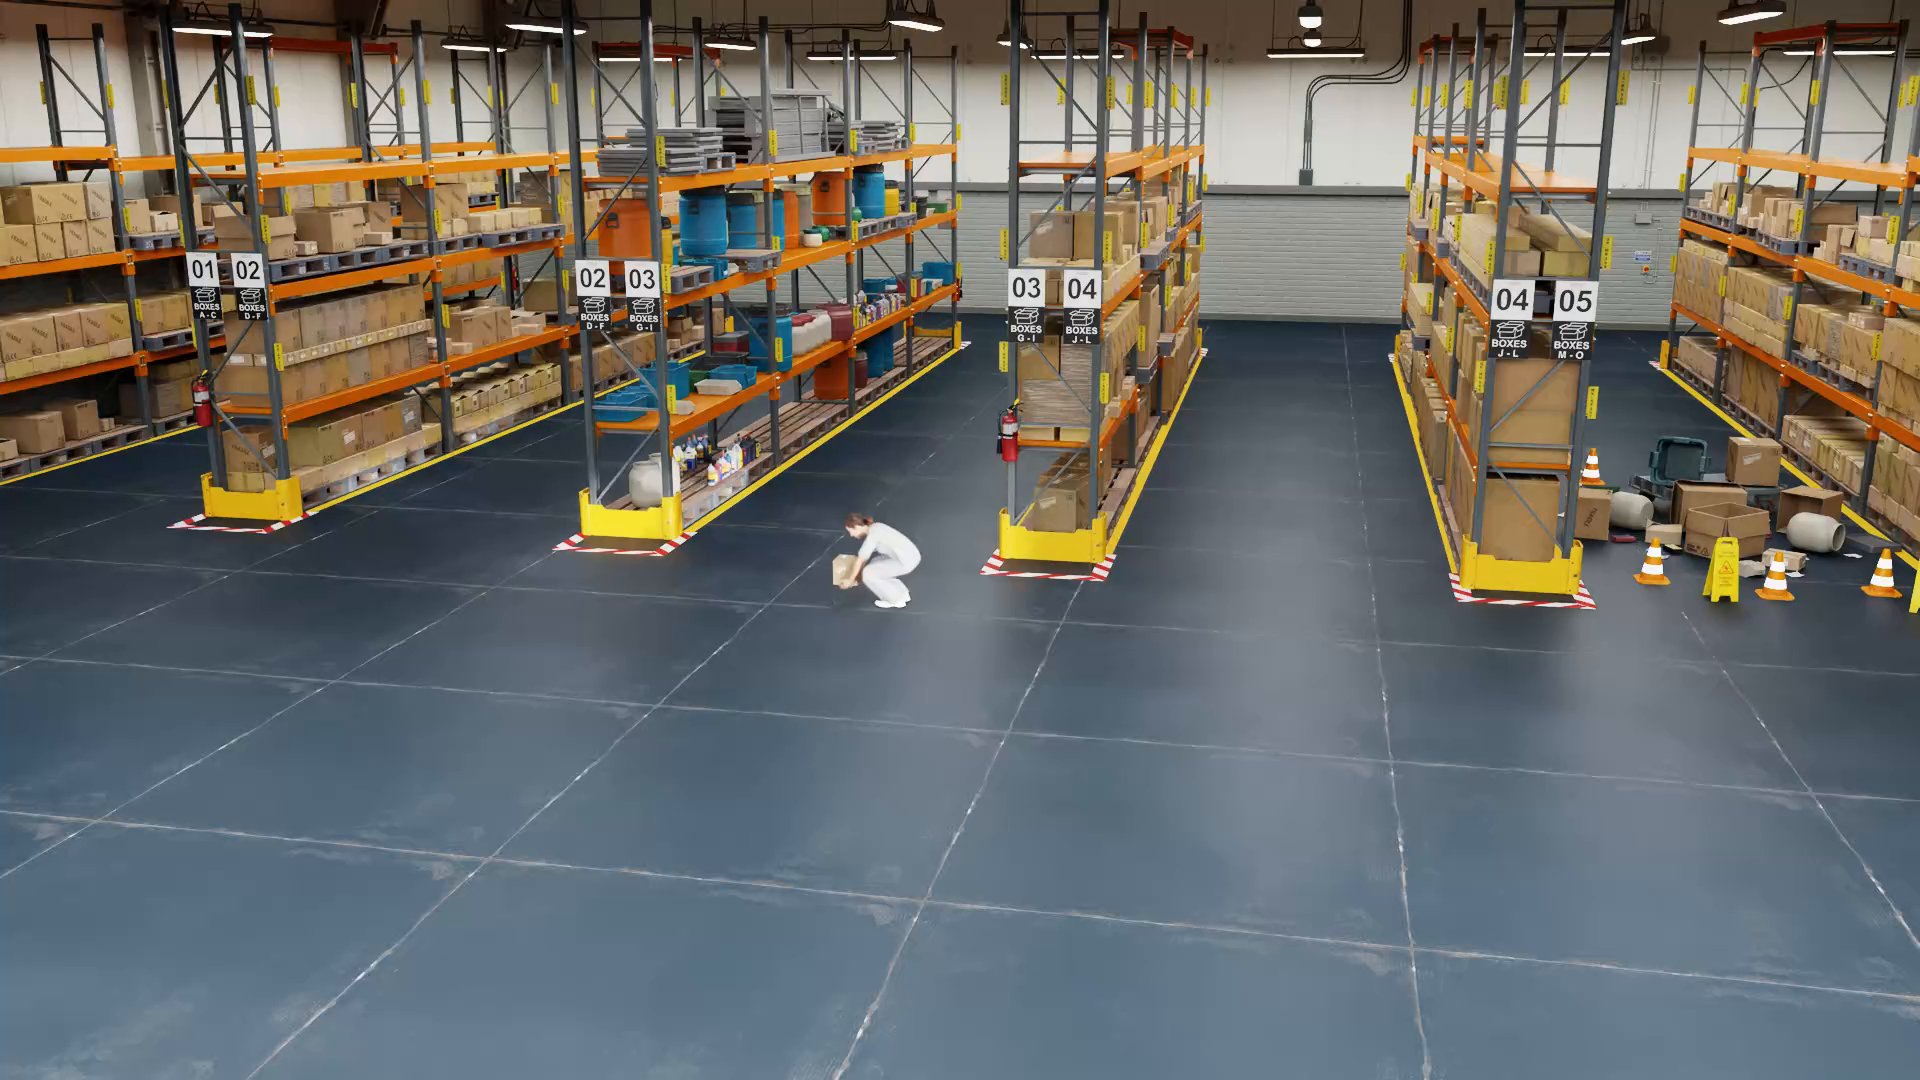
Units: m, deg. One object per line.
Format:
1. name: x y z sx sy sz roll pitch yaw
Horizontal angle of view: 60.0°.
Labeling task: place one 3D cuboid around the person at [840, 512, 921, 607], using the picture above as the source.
1. person: -0.804 0.186 16.751 0.801 0.946 0.487 3 15 11
